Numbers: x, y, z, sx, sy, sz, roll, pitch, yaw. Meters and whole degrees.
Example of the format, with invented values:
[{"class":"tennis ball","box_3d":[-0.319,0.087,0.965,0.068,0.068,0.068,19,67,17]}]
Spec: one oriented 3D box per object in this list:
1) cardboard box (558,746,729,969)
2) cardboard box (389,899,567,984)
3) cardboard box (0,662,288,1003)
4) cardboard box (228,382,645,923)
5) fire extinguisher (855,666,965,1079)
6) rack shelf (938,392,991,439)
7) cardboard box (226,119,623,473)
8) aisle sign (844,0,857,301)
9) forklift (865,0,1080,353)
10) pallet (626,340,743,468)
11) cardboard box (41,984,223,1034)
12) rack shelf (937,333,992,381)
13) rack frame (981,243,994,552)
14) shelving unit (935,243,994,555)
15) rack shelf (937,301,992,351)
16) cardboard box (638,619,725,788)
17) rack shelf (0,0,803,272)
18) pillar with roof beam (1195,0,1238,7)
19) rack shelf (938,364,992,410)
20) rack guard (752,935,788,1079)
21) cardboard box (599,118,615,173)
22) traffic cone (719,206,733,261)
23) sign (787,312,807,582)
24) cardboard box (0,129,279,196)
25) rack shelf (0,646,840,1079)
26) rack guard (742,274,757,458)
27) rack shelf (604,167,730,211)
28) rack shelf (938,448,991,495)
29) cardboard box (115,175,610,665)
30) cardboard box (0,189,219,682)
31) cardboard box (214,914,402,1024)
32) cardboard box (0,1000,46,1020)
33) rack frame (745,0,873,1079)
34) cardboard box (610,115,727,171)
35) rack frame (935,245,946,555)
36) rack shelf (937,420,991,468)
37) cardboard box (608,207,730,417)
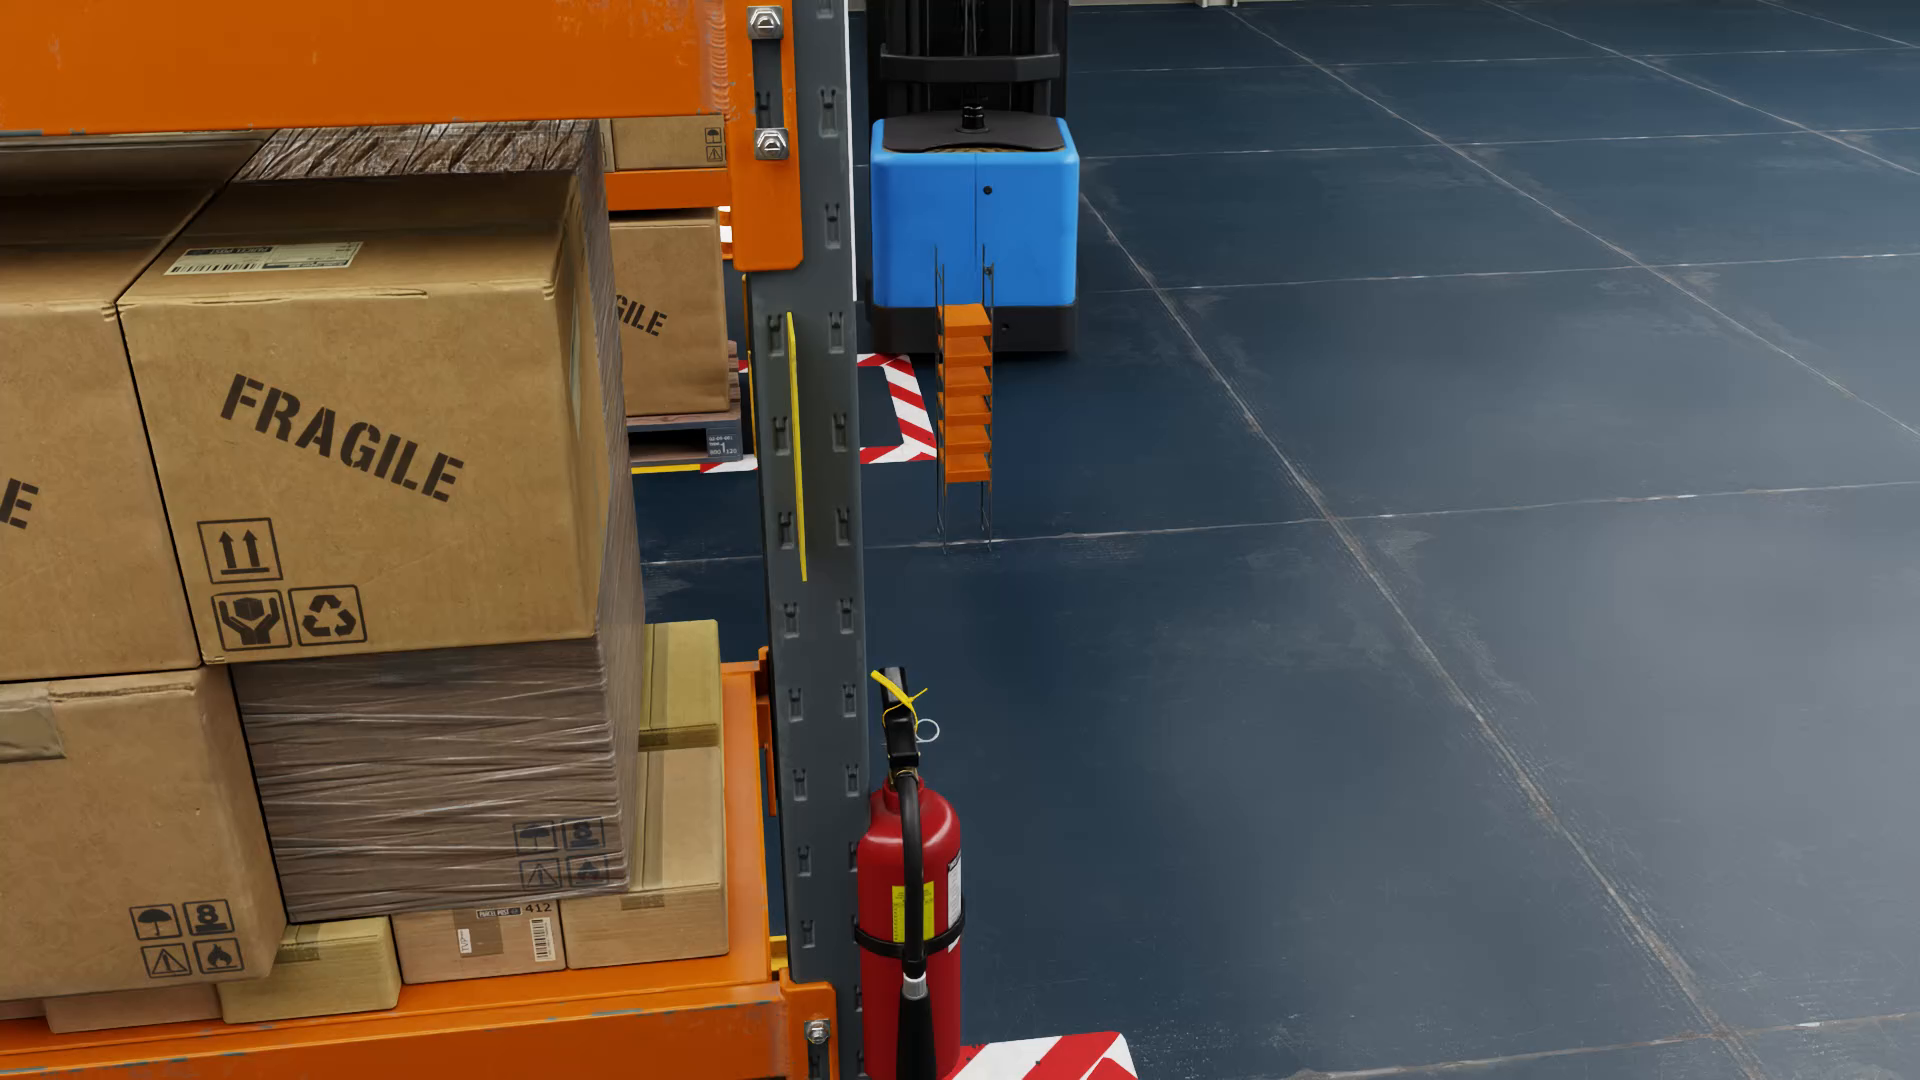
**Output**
[{"class":"cardboard box","box_3d":[-0.514,0.514,2.738,0.250,0.149,0.380,-4,27,-7]},{"class":"cardboard box","box_3d":[-0.761,0.529,2.708,0.250,0.149,0.380,-4,27,-7]},{"class":"cardboard box","box_3d":[-1.287,0.222,2.596,0.500,0.500,0.875,-4,27,-7]},{"class":"cardboard box","box_3d":[-0.809,0.136,2.763,0.500,0.500,0.875,-4,27,-7]},{"class":"fire extinguisher","box_3d":[-0.083,0.526,2.524,0.183,0.674,0.296,-4,27,-7]},{"class":"rack shelf","box_3d":[0.014,-0.495,6.498,0.180,0.103,0.258,-4,27,-7]},{"class":"cardboard box","box_3d":[-0.843,-0.419,2.751,0.500,0.500,0.500,-4,27,-7]},{"class":"aisle sign","box_3d":[-0.157,-0.734,2.048,0.004,0.787,0.394,-4,27,-7]},{"class":"forklift","box_3d":[0.031,-2.884,9.159,1.130,2.935,3.031,-1,27,-2]},{"class":"pallet","box_3d":[-1.632,-0.631,7.749,1.213,0.211,1.003,-4,27,-7]},{"class":"cardboard box","box_3d":[-1.252,0.577,2.614,0.250,0.149,0.380,-4,27,-7]},{"class":"rack shelf","box_3d":[0.014,-0.709,6.389,0.180,0.103,0.258,-4,27,-7]},{"class":"rack frame","box_3d":[0.105,-0.541,6.489,0.006,1.200,0.240,-4,27,-7]},{"class":"shelving unit","box_3d":[0.014,-0.535,6.478,0.189,1.200,0.258,-4,27,-7]},{"class":"rack shelf","box_3d":[0.014,-0.816,6.334,0.180,0.103,0.258,-4,27,-7]},{"class":"cardboard box","box_3d":[-0.576,0.313,3.130,0.250,0.149,0.380,-4,27,-7]},{"class":"rack shelf","box_3d":[-2.241,-0.597,2.130,4.000,0.370,1.077,-4,27,-7]},{"class":"pillar with roof beam","box_3d":[3.390,-7.901,12.291,0.400,9.000,9.100,-4,27,-7]},{"class":"rack shelf","box_3d":[0.014,-0.602,6.443,0.180,0.103,0.258,-4,27,-7]},{"class":"rack guard","box_3d":[-0.336,1.408,3.459,0.348,0.500,1.175,-4,27,-7]},{"class":"cardboard box","box_3d":[-1.754,-1.936,7.073,0.550,0.550,0.875,-4,27,-7]},{"class":"traffic cone","box_3d":[-1.396,-1.970,10.083,0.334,0.463,0.336,-4,27,-7]},{"class":"sign","box_3d":[-0.203,-0.113,2.070,0.005,0.325,0.100,-4,27,-7]},{"class":"cardboard box","box_3d":[-1.339,-0.391,2.695,0.500,0.500,0.500,-4,27,-7]},{"class":"rack shelf","box_3d":[-2.241,0.738,2.814,4.000,0.370,1.077,-4,27,-7]},{"class":"rack guard","box_3d":[-0.828,-0.848,7.854,0.348,0.500,1.175,-4,27,-7]},{"class":"rack shelf","box_3d":[-2.832,-1.511,7.197,4.000,0.370,1.077,-4,27,-7]},{"class":"rack shelf","box_3d":[0.014,-0.282,6.608,0.180,0.103,0.258,-4,27,-7]},{"class":"cardboard box","box_3d":[-0.771,-0.184,2.293,0.500,0.500,0.500,-4,27,-7]},{"class":"cardboard box","box_3d":[-1.265,-0.150,2.226,0.500,0.500,0.500,-4,27,-7]},{"class":"cardboard box","box_3d":[-1.002,0.569,2.631,0.250,0.149,0.380,-4,27,-7]},{"class":"cardboard box","box_3d":[-1.505,0.575,2.620,0.250,0.149,0.380,-4,27,-7]},{"class":"rack frame","box_3d":[-0.261,0.289,2.901,0.053,2.616,0.949,-4,27,-7]},{"class":"cardboard box","box_3d":[-1.212,-1.981,7.160,0.550,0.550,0.875,-4,27,-7]},{"class":"rack frame","box_3d":[-0.076,-0.529,6.467,0.006,1.200,0.240,-4,27,-7]},{"class":"rack shelf","box_3d":[0.014,-0.388,6.553,0.180,0.103,0.258,-4,27,-7]},{"class":"cardboard box","box_3d":[-1.514,-1.127,7.527,0.875,0.875,0.875,-4,27,-7]}]
